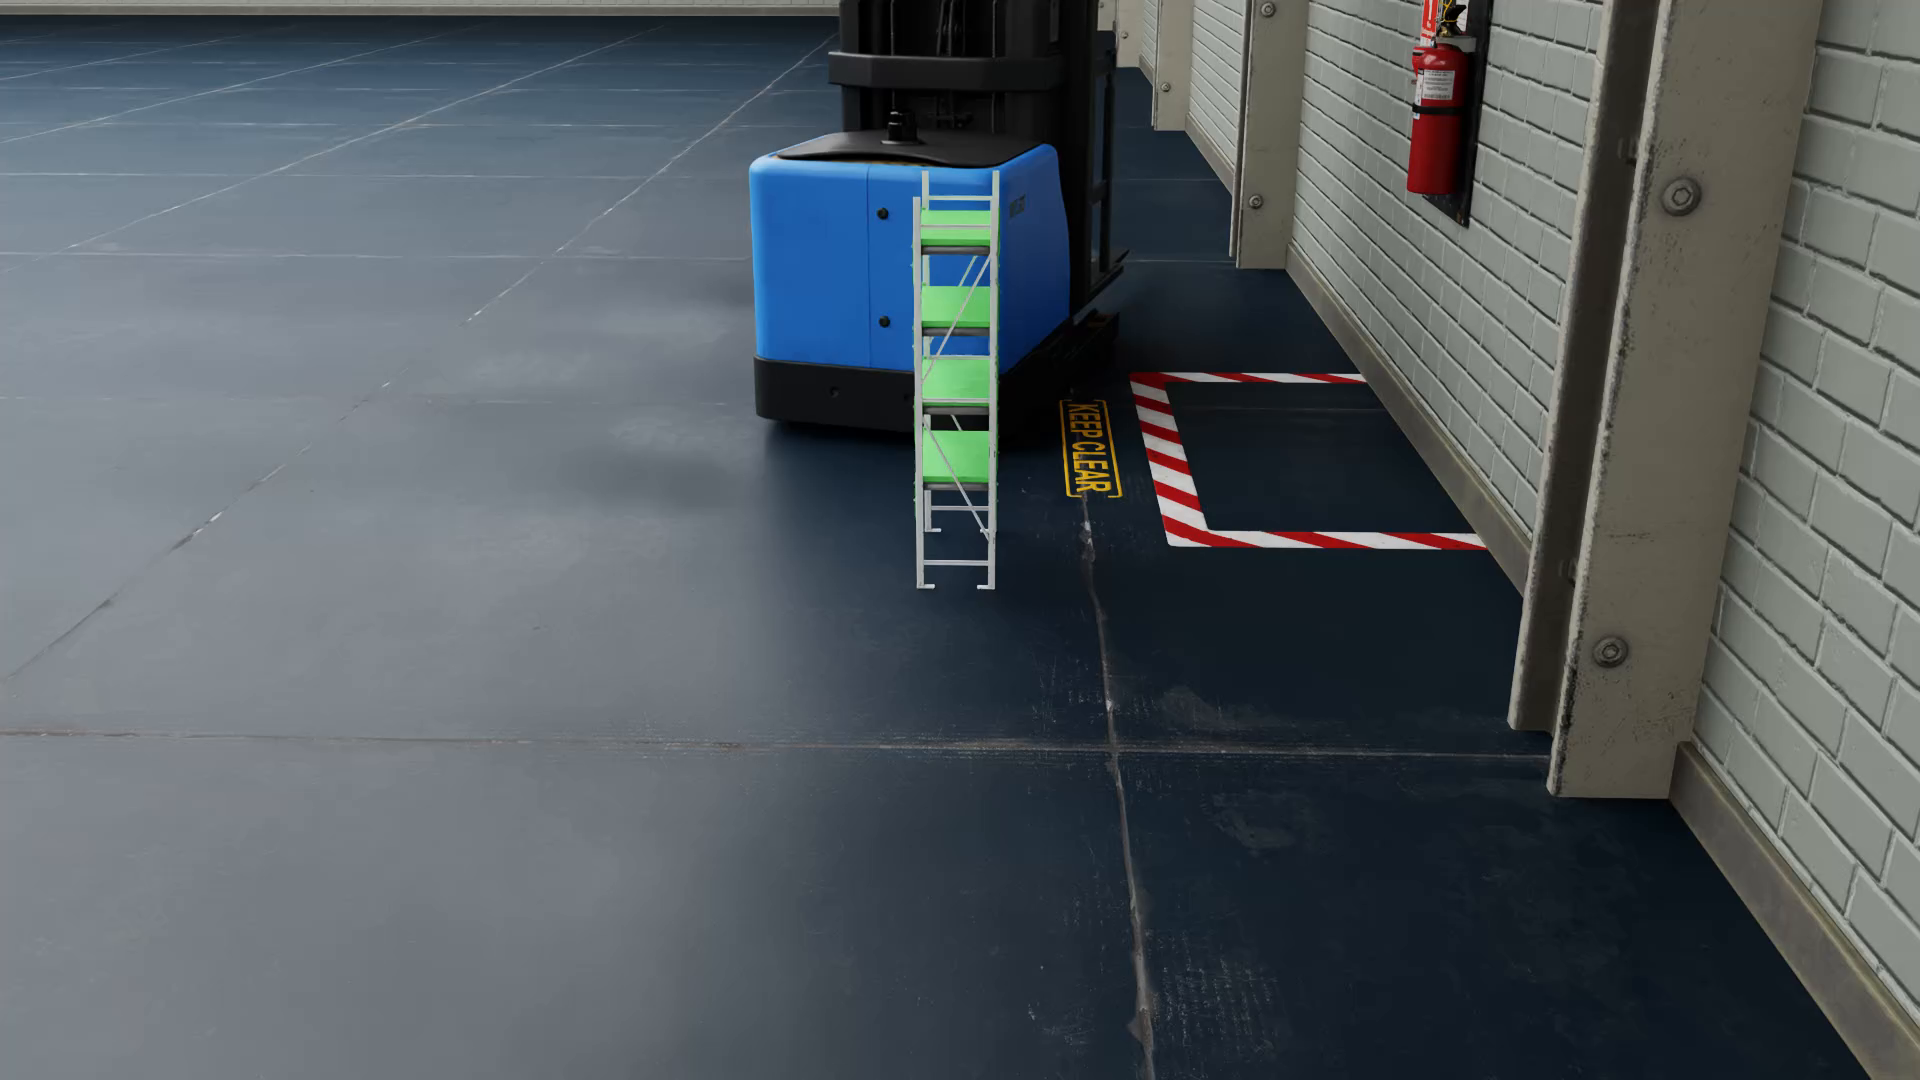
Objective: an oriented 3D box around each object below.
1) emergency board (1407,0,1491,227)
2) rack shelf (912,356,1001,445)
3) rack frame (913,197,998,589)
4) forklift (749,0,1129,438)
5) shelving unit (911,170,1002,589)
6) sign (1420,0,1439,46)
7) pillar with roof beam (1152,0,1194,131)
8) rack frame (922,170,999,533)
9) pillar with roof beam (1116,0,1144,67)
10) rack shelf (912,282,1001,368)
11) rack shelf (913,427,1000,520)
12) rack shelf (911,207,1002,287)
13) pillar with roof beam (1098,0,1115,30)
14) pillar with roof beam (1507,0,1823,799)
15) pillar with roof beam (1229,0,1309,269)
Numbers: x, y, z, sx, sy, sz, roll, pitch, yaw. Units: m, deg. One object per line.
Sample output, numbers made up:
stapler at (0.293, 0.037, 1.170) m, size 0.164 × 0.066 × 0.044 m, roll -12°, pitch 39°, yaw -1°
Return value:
emergency board at (1.684, -1.751, 5.896) m, size 0.194 × 1.169 × 0.643 m, roll 1°, pitch 21°, yaw 2°
rack shelf at (-0.005, -0.440, 5.181) m, size 0.258 × 0.148 × 0.480 m, roll 1°, pitch 21°, yaw 2°
rack frame at (-0.012, -0.411, 4.930) m, size 0.240 × 1.200 × 0.015 m, roll 1°, pitch 21°, yaw 2°
forklift at (0.122, -2.249, 7.274) m, size 1.130 × 2.935 × 3.031 m, roll 7°, pitch 22°, yaw 17°
shelving unit at (-0.005, -0.500, 5.158) m, size 0.258 × 1.200 × 0.503 m, roll 1°, pitch 21°, yaw 2°
sign at (1.804, -1.967, 6.402) m, size 0.001 × 0.329 × 0.234 m, roll 1°, pitch 21°, yaw 2°
pillar with roof beam at (-2.368, -8.041, 13.813) m, size 9.100 × 9.000 × 0.400 m, roll 1°, pitch 21°, yaw 2°
rack frame at (0.002, -0.588, 5.385) m, size 0.240 × 1.200 × 0.015 m, roll 1°, pitch 21°, yaw 2°
pillar with roof beam at (-2.185, -10.211, 19.404) m, size 9.100 × 9.000 × 0.400 m, roll 1°, pitch 21°, yaw 2°
rack shelf at (-0.005, -0.664, 5.094) m, size 0.258 × 0.148 × 0.480 m, roll 1°, pitch 21°, yaw 2°
rack shelf at (-0.005, -0.216, 5.268) m, size 0.258 × 0.148 × 0.480 m, roll 1°, pitch 21°, yaw 2°
rack shelf at (-0.005, -0.887, 5.007) m, size 0.258 × 0.148 × 0.480 m, roll 1°, pitch 21°, yaw 2°
pillar with roof beam at (-2.003, -12.380, 24.995) m, size 9.100 × 9.000 × 0.400 m, roll 1°, pitch 21°, yaw 2°
pillar with roof beam at (-2.733, -3.702, 2.631) m, size 9.100 × 9.000 × 0.400 m, roll 1°, pitch 21°, yaw 2°
pillar with roof beam at (-2.550, -5.872, 8.222) m, size 9.100 × 9.000 × 0.400 m, roll 1°, pitch 21°, yaw 2°
